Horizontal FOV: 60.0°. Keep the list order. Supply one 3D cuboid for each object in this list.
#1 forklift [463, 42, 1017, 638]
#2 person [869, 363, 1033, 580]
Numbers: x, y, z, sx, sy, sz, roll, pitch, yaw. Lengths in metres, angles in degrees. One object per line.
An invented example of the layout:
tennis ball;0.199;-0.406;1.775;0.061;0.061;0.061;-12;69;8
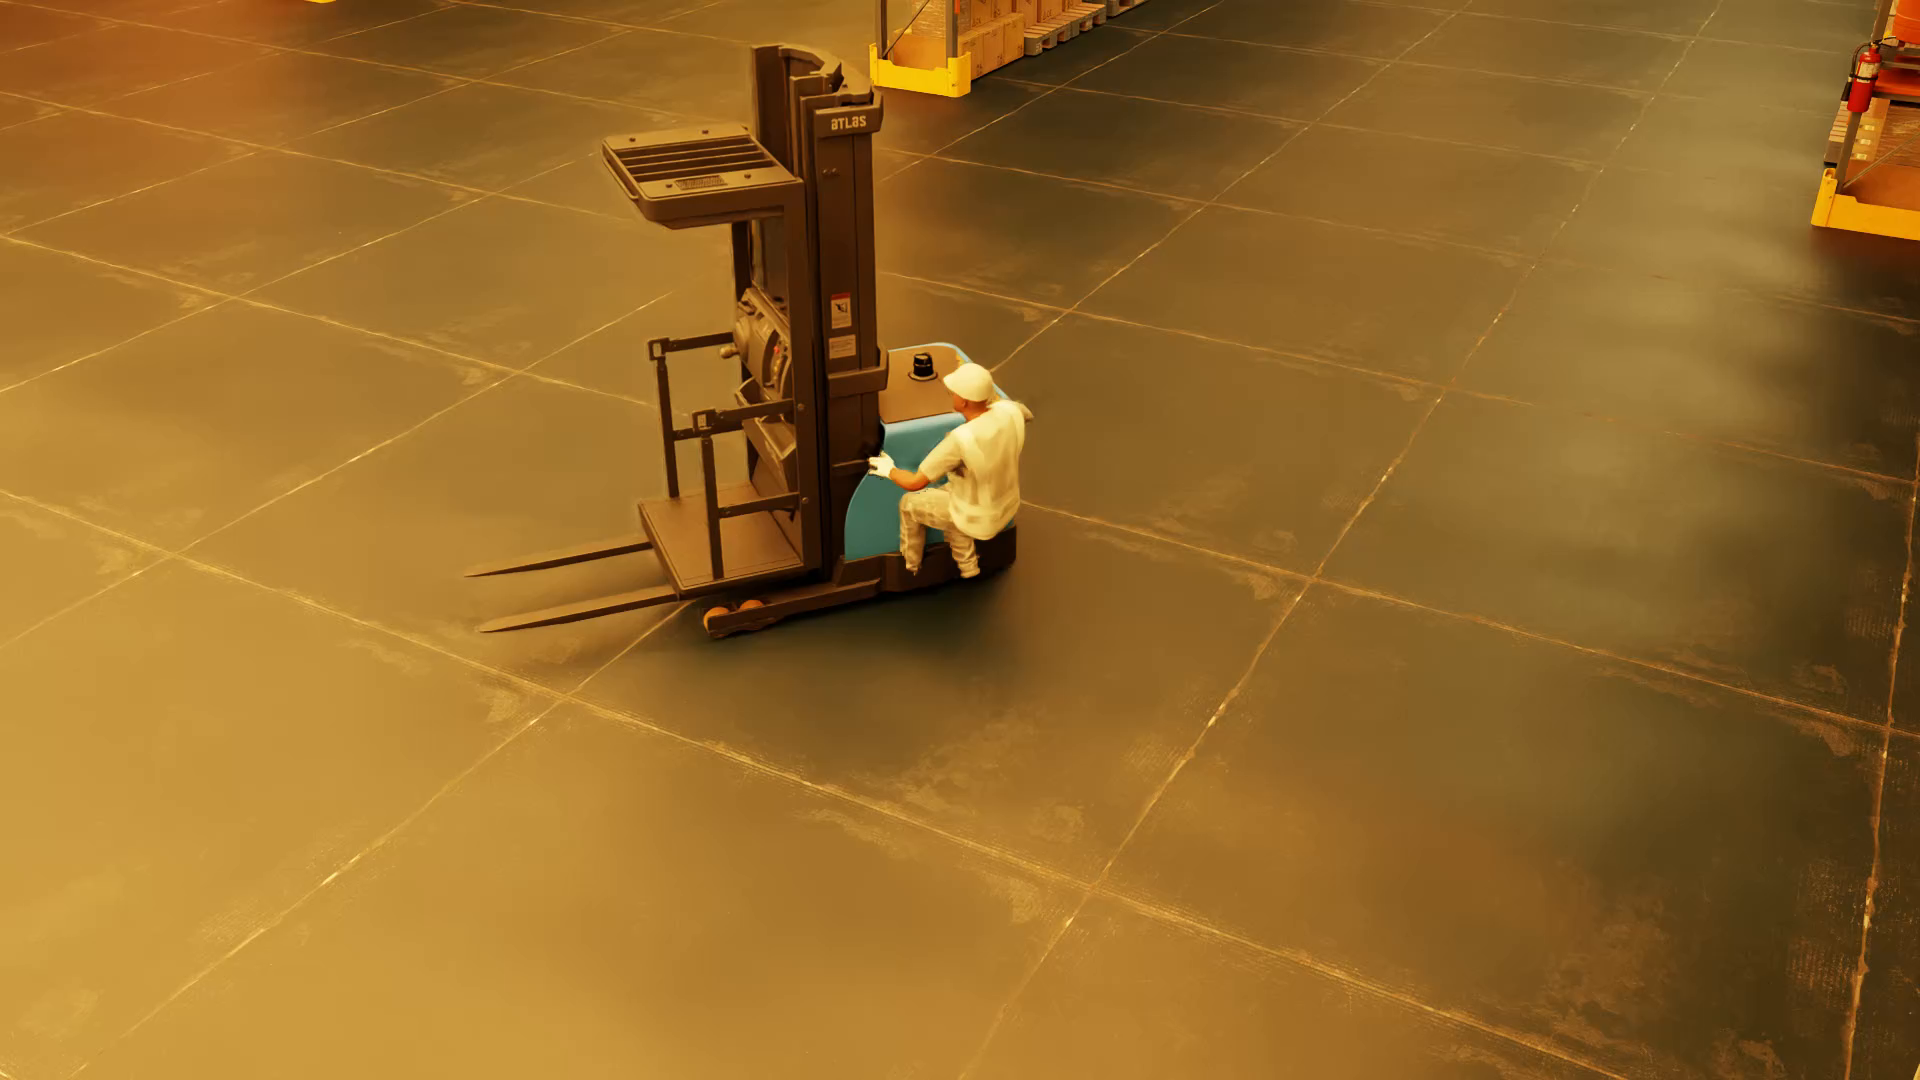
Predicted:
forklift;-1.241;-1.034;8.862;3.031;2.935;1.130;-11;32;-19
person;-0.086;-0.313;9.026;0.882;1.540;0.923;18;34;28
